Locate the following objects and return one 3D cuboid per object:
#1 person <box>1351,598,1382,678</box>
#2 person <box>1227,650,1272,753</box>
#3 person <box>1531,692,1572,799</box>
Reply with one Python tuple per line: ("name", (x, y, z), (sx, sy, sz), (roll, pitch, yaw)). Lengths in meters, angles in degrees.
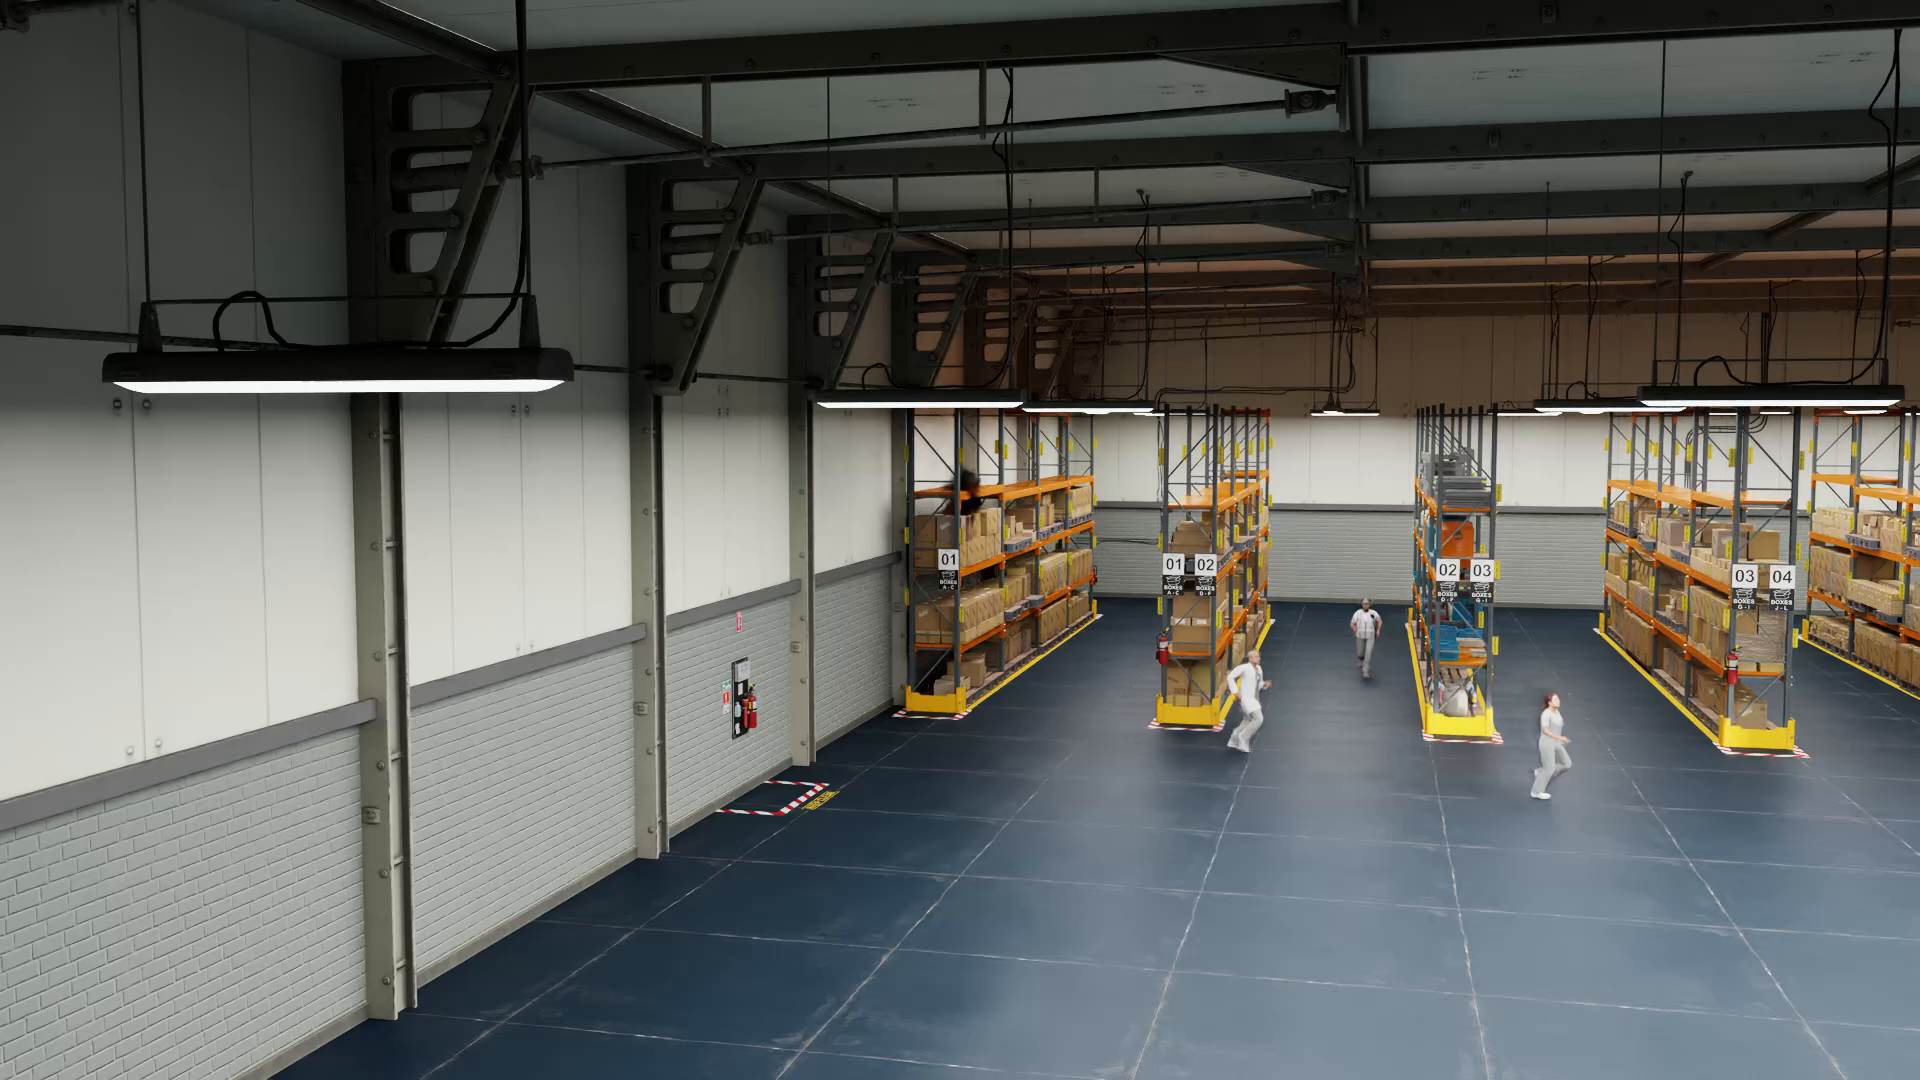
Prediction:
("person", (9.069, 2.160, 37.122), (0.677, 1.751, 0.895), (1, 4, 15))
("person", (4.958, 2.865, 28.484), (0.798, 1.564, 0.688), (3, 5, 40))
("person", (8.922, 3.088, 24.990), (0.598, 1.622, 0.628), (-4, 6, -44))
